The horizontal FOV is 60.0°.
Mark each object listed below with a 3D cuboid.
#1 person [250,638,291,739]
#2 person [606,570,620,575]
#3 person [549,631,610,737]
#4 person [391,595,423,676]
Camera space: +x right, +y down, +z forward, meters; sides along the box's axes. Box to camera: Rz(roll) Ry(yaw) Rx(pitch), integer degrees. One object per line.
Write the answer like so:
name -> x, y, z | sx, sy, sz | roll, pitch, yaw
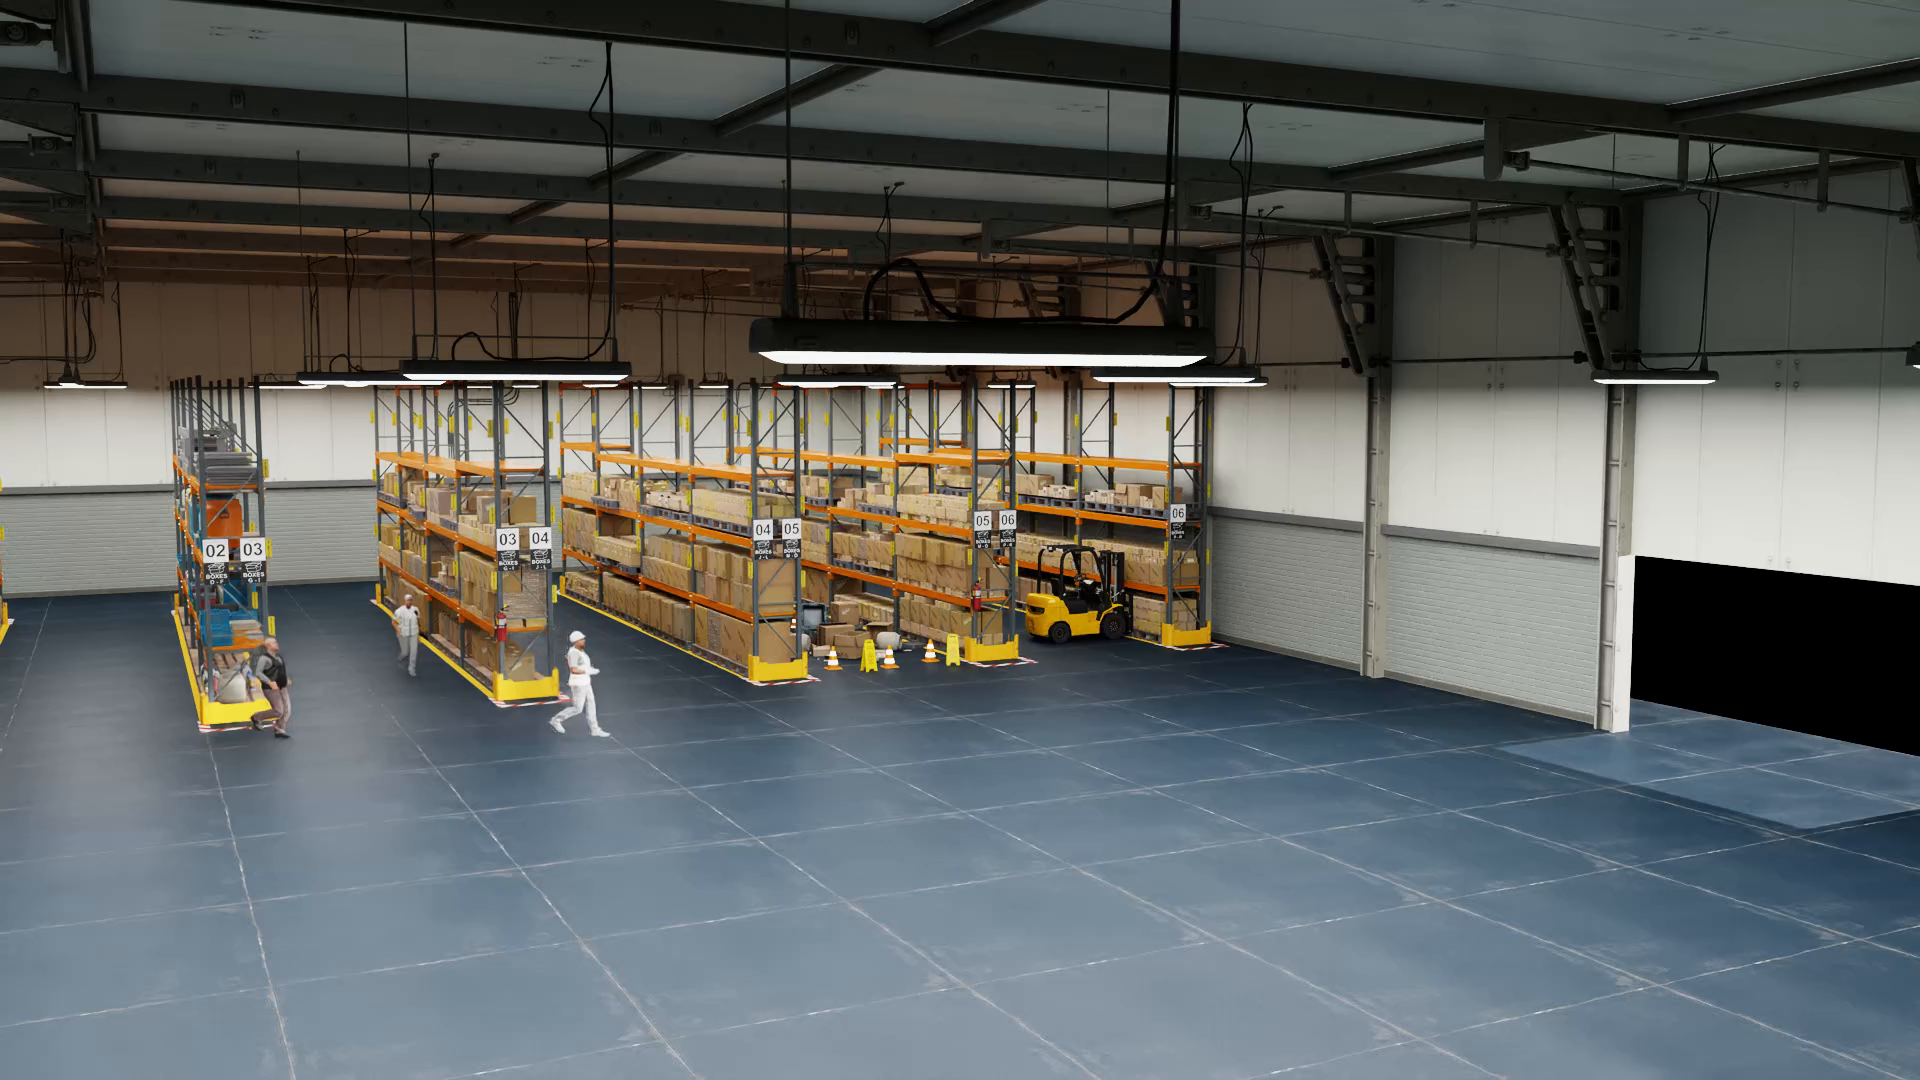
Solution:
person -> -11.372, 2.450, 27.471 | 0.644, 1.681, 0.664 | 1, 5, 7
person -> -10.131, 0.555, 48.539 | 0.645, 1.712, 0.703 | 2, 5, 20
person -> -6.273, 2.383, 27.385 | 0.980, 1.774, 0.682 | 0, 5, -2
person -> -11.210, 1.922, 33.784 | 0.625, 1.643, 0.706 | -3, 6, -31
